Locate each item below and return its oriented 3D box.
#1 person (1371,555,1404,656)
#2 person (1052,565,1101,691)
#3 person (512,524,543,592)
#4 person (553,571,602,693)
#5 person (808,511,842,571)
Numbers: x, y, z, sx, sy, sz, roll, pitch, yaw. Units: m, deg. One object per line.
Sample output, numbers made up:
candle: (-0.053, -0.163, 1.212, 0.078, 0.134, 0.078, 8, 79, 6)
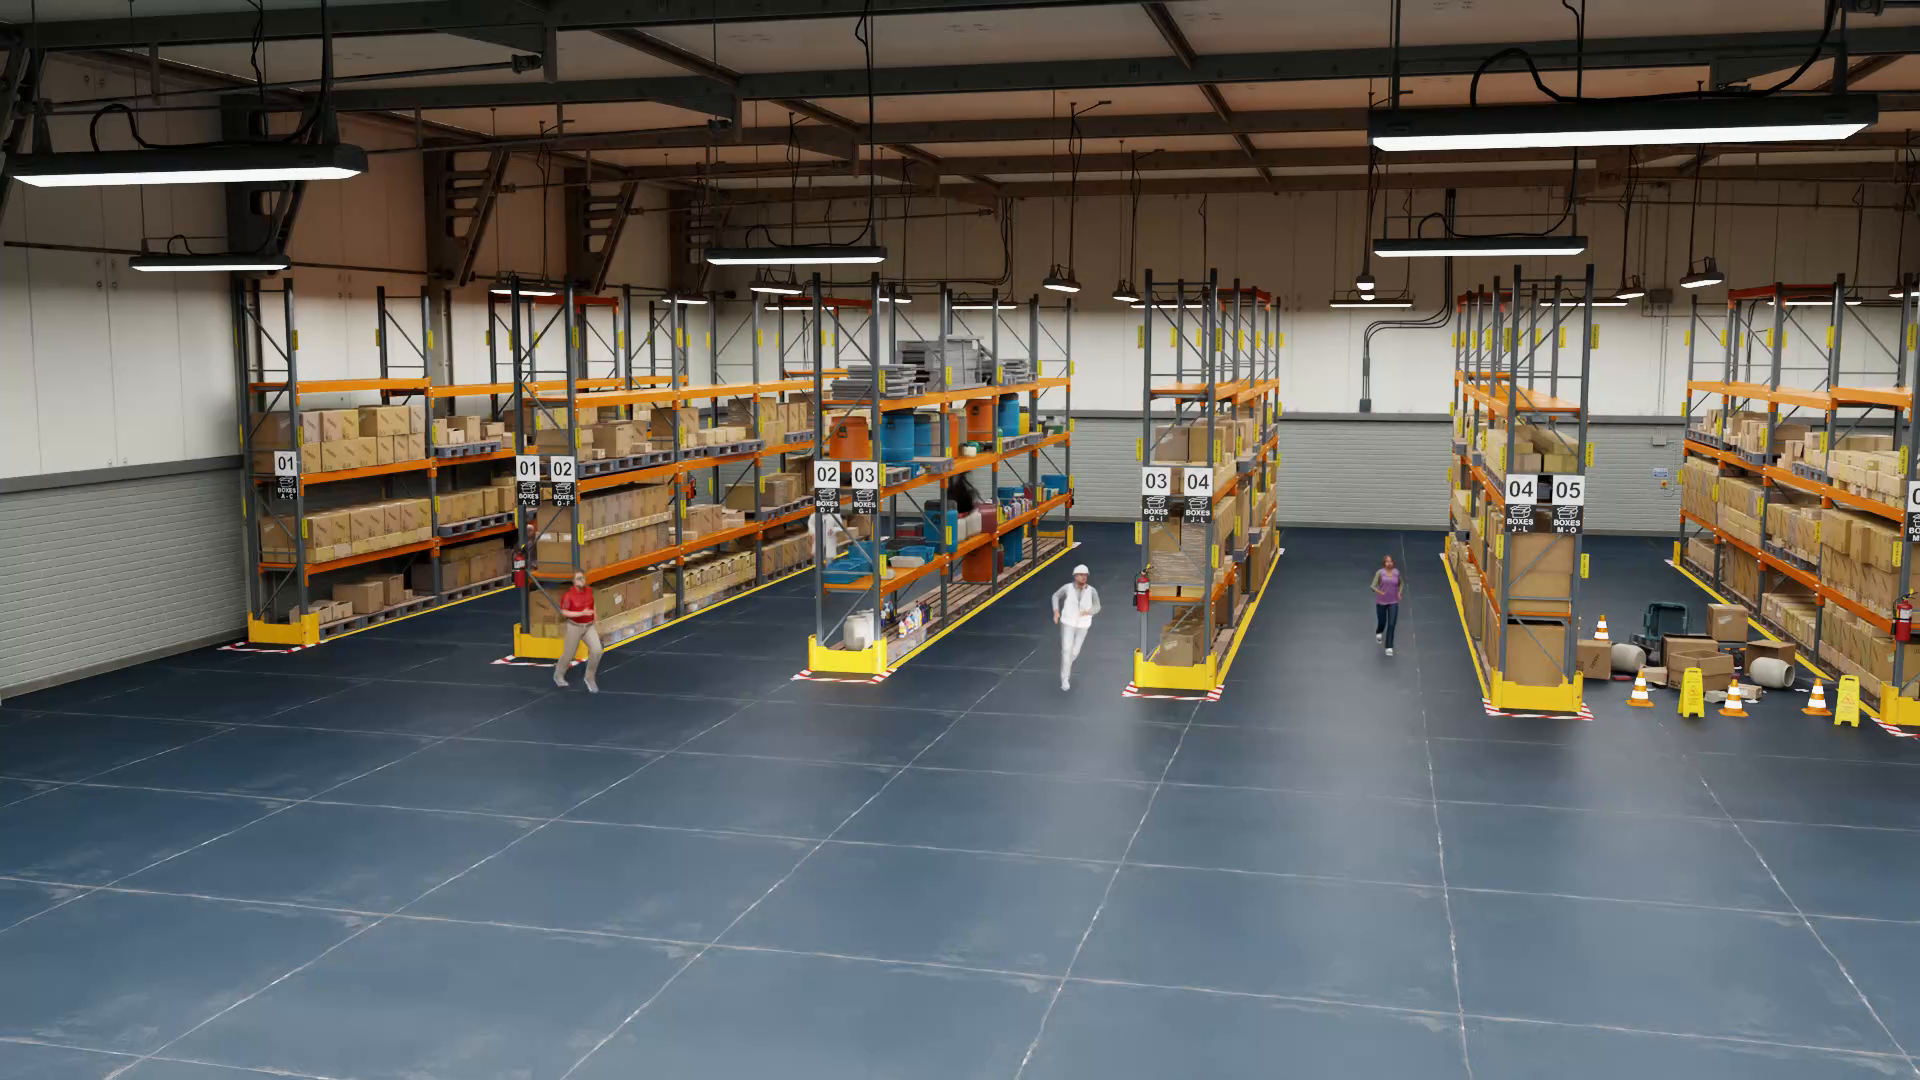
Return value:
person: (6.843, 1.027, 26.617, 0.541, 1.553, 0.843, 1, 7, 5)
person: (1.700, 1.236, 24.251, 0.693, 1.768, 0.925, -1, 7, -6)
person: (-7.631, 0.637, 29.557, 0.720, 1.678, 0.795, 0, 7, 4)
person: (-5.438, 1.316, 23.775, 0.914, 1.779, 0.673, 7, 10, 44)
person: (-2.560, 0.109, 31.322, 0.680, 1.835, 0.738, 0, 7, 4)
